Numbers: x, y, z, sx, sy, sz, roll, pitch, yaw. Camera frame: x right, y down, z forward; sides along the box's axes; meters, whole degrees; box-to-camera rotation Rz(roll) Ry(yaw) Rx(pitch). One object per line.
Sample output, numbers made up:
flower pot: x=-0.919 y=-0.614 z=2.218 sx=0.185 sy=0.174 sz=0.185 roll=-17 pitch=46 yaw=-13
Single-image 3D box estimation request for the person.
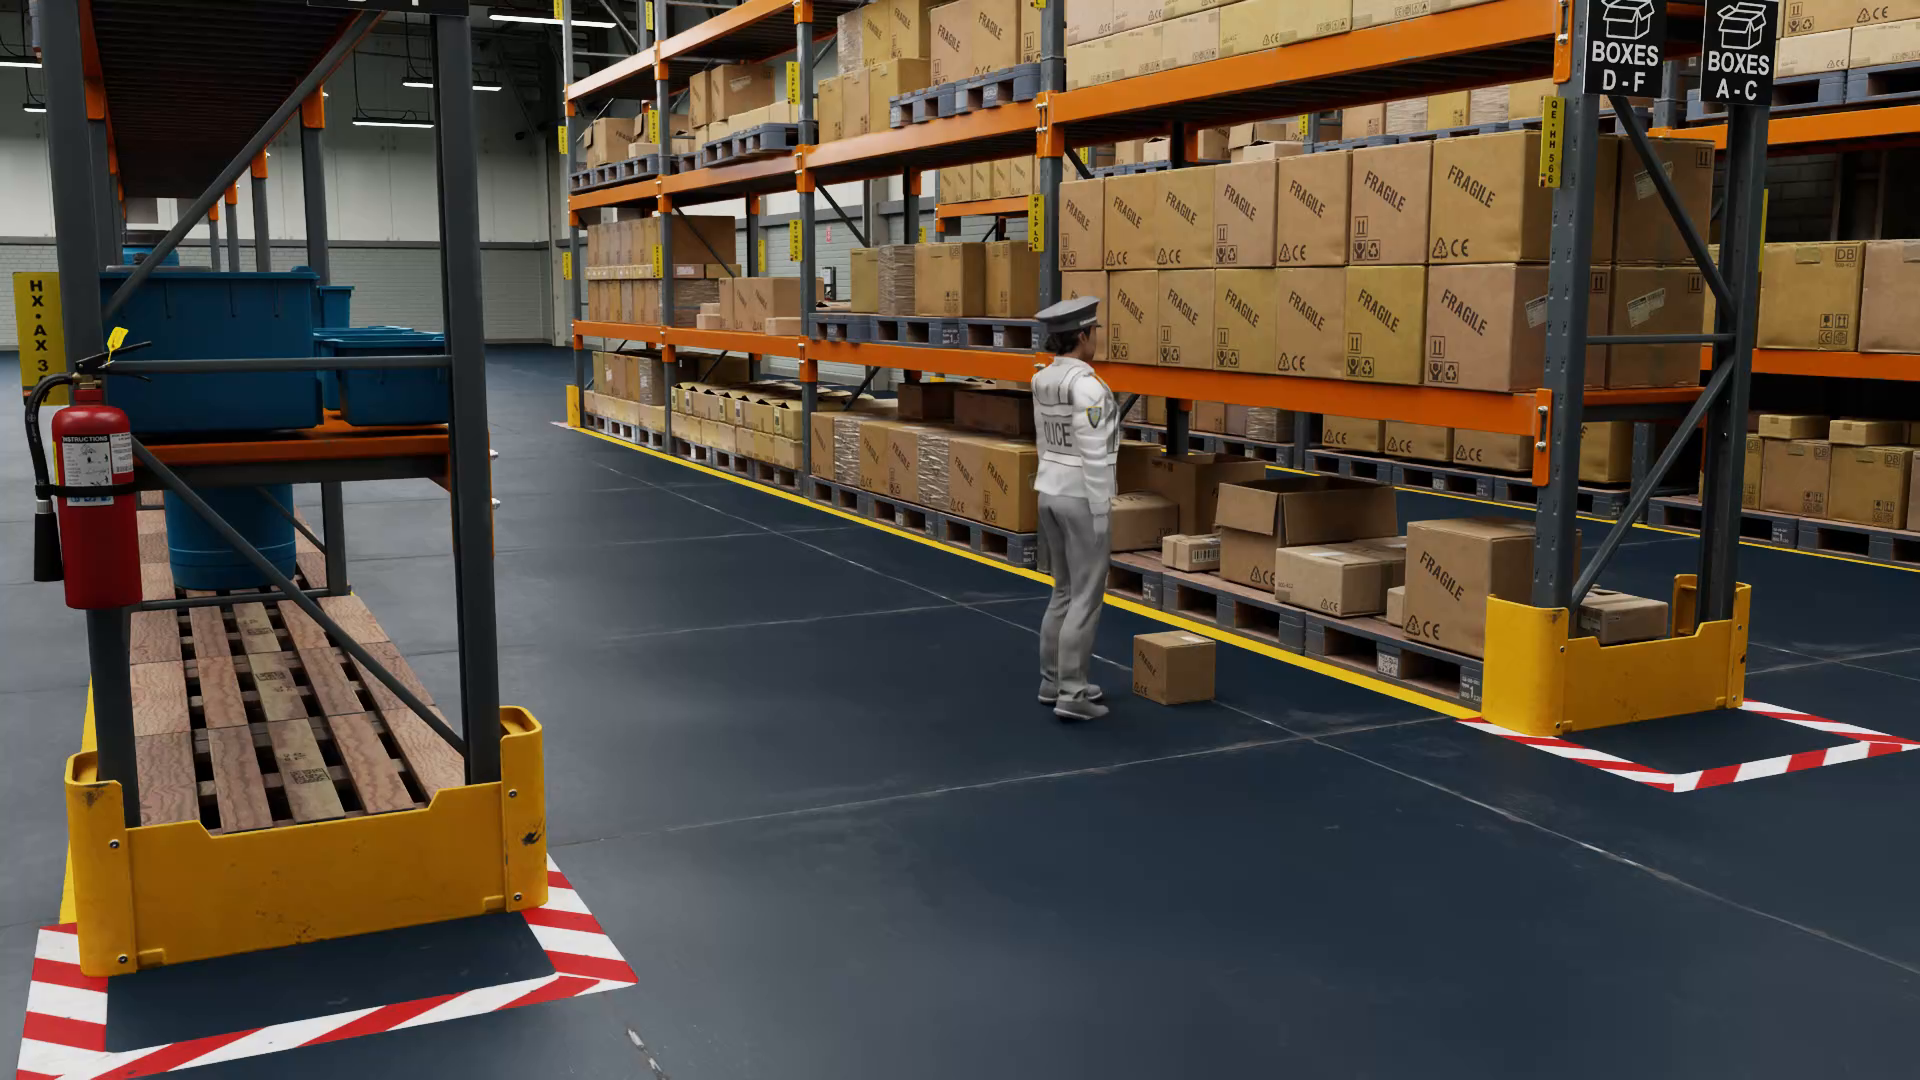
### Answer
person: x=0.469 y=-0.128 z=6.718 sx=0.347 sy=1.708 sz=0.469 roll=-4 pitch=9 yaw=-24
